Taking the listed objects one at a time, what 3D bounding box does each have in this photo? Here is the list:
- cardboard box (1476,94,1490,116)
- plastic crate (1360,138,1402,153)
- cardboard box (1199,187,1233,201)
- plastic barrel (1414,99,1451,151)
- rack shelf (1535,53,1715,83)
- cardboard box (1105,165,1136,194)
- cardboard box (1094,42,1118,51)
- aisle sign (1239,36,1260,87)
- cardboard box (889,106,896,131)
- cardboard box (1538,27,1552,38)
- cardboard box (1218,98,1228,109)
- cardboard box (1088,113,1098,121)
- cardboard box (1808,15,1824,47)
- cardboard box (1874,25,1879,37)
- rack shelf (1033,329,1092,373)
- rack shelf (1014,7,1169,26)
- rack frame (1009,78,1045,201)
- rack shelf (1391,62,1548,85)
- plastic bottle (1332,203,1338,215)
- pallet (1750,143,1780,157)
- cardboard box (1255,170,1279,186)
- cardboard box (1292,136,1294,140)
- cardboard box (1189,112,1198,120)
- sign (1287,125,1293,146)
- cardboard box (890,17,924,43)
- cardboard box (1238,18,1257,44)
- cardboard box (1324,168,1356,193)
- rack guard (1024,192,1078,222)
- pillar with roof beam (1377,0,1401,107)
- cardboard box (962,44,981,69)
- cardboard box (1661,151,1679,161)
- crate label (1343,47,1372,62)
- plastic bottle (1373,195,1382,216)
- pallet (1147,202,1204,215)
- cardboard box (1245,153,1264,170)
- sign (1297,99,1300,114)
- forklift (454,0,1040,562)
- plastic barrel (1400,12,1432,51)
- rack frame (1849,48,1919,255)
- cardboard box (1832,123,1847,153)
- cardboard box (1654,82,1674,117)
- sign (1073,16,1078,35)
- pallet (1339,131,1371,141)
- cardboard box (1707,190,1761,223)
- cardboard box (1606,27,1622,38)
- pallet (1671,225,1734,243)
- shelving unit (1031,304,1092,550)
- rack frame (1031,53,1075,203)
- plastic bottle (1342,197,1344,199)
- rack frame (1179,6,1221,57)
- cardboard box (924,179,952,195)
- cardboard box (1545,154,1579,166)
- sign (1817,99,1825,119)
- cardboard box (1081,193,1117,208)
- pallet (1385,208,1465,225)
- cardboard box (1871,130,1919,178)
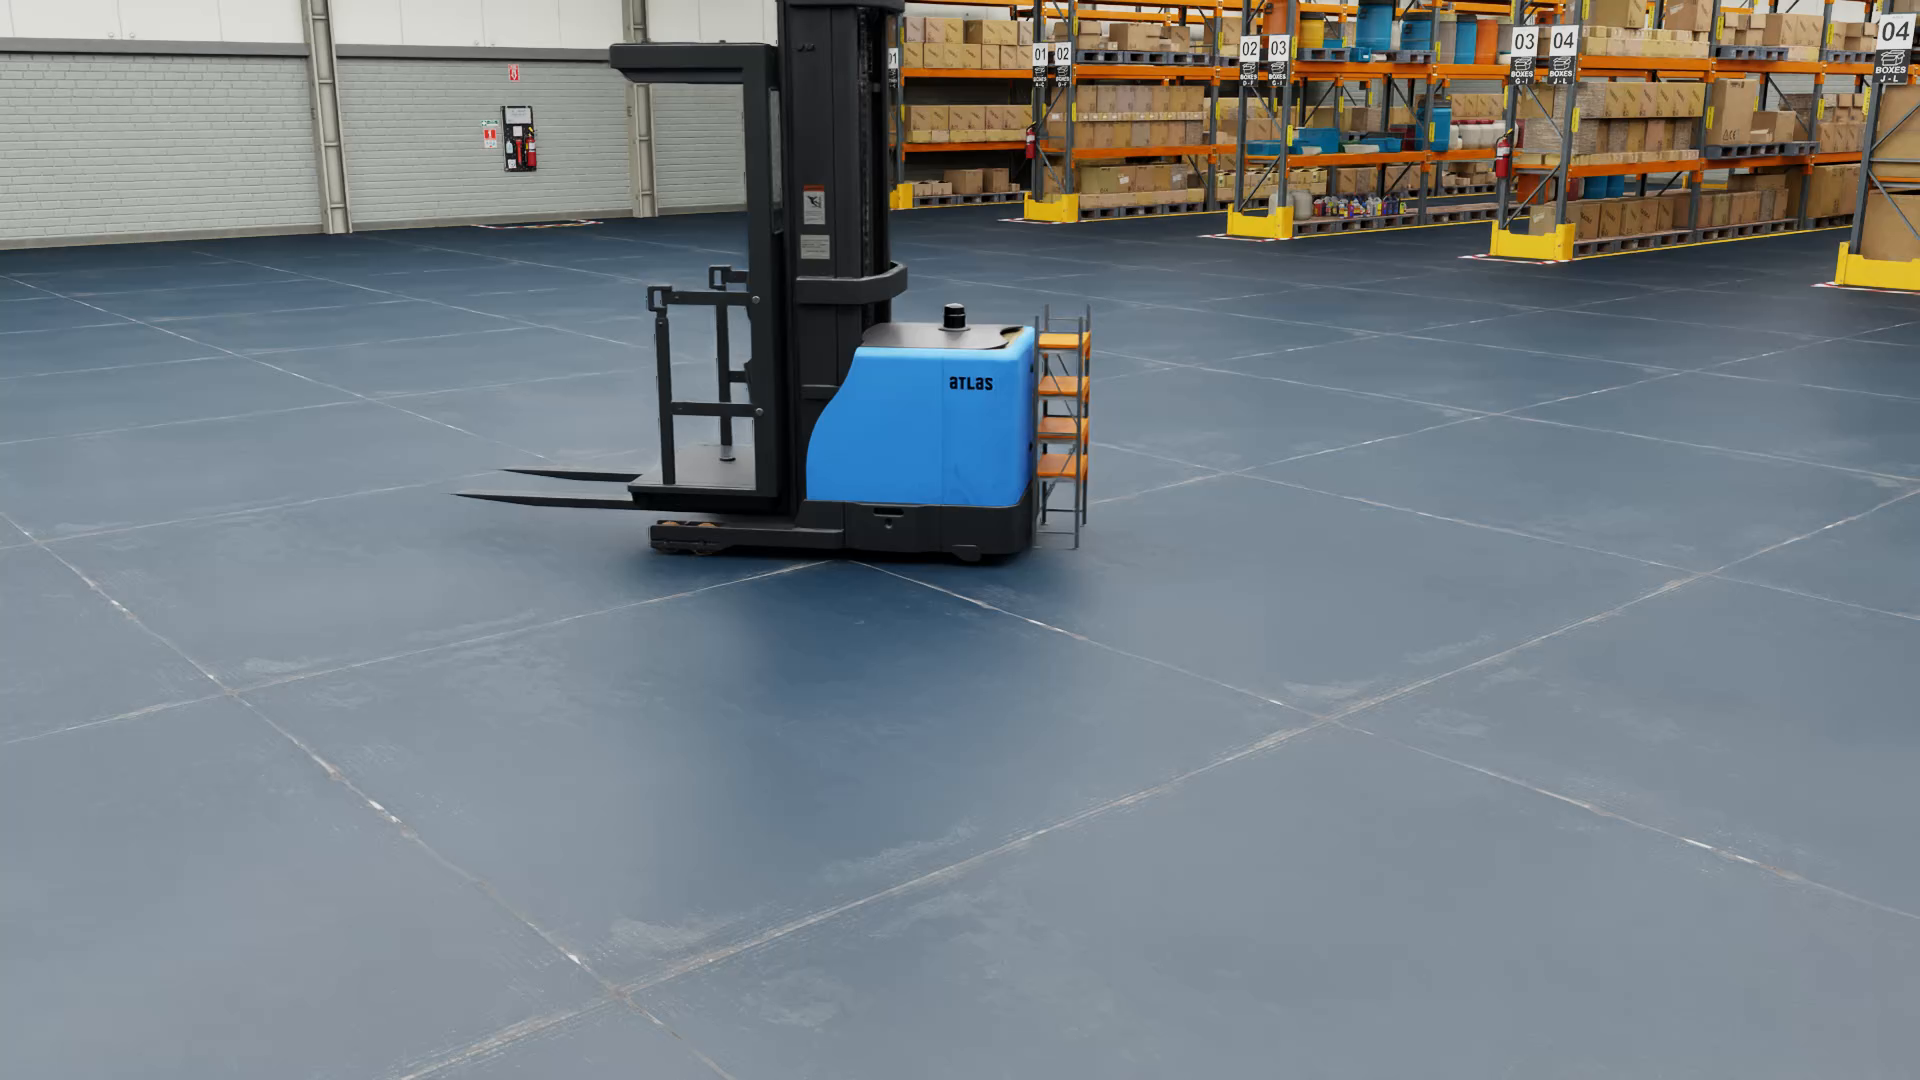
[{"bbox_3d":[12.094,-10.240,39.142,0.500,0.500,0.500,-13,20,-41],"label":"cardboard box"},{"bbox_3d":[7.334,-6.877,28.970,0.616,0.251,0.499,-13,19,-39],"label":"plastic crate"},{"bbox_3d":[5.209,-7.048,33.839,0.500,0.250,0.500,-13,20,-41],"label":"cardboard box"},{"bbox_3d":[8.481,-7.437,29.810,0.708,0.901,0.600,-13,19,-39],"label":"plastic barrel"},{"bbox_3d":[9.733,-6.987,24.678,4.000,0.370,1.077,-13,19,-39],"label":"rack shelf"},{"bbox_3d":[3.020,-6.933,31.953,0.500,0.500,0.500,-13,19,-39],"label":"cardboard box"},{"bbox_3d":[2.728,-9.239,31.117,0.250,0.149,0.380,-13,19,-39],"label":"cardboard box"},{"bbox_3d":[4.724,-7.813,27.149,0.004,0.787,0.394,-13,19,-39],"label":"aisle sign"},{"bbox_3d":[-1.314,-8.861,34.908,0.500,0.500,0.500,-13,20,-40],"label":"cardboard box"},{"bbox_3d":[8.229,-7.224,23.688,0.250,0.149,0.380,-13,19,-39],"label":"cardboard box"},{"bbox_3d":[6.177,-10.650,40.547,0.500,0.250,0.500,-13,20,-40],"label":"cardboard box"},{"bbox_3d":[2.359,-7.908,31.091,0.250,0.149,0.380,-13,20,-41],"label":"cardboard box"},{"bbox_3d":[14.064,-8.512,27.828,0.500,0.500,0.500,-12,19,-38],"label":"cardboard box"},{"bbox_3d":[16.846,-9.180,30.485,0.500,0.500,0.700,-12,19,-38],"label":"cardboard box"},{"bbox_3d":[0.529,-0.976,8.556,0.258,0.148,0.480,2,15,8],"label":"rack shelf"},{"bbox_3d":[2.996,-11.814,37.710,4.000,0.370,1.077,-13,19,-39],"label":"rack shelf"},{"bbox_3d":[1.487,-9.118,37.071,0.127,3.000,1.000,-13,19,-39],"label":"rack frame"},{"bbox_3d":[9.500,-8.629,30.825,4.000,0.370,1.077,-13,19,-39],"label":"rack shelf"},{"bbox_3d":[6.618,-5.842,29.378,0.097,0.201,0.097,0,15,0],"label":"plastic bottle"},{"bbox_3d":[12.793,-6.466,27.517,1.213,0.211,1.003,-13,19,-39],"label":"pallet"},{"bbox_3d":[6.376,-7.581,34.748,0.500,0.311,0.500,-12,19,-38],"label":"cardboard box"},{"bbox_3d":[6.835,-8.483,35.183,0.250,0.149,0.380,-11,18,-35],"label":"cardboard box"},{"bbox_3d":[4.490,-8.386,32.883,0.250,0.149,0.380,-13,20,-41],"label":"cardboard box"},{"bbox_3d":[5.331,-6.537,26.874,0.005,0.325,0.100,-13,19,-39],"label":"sign"},{"bbox_3d":[-1.080,-10.448,34.070,0.500,0.500,0.500,14,21,43],"label":"cardboard box"},{"bbox_3d":[5.648,-10.293,33.685,0.500,0.500,0.500,-10,18,-34],"label":"cardboard box"},{"bbox_3d":[8.291,-7.858,36.346,0.500,0.500,0.500,-12,19,-37],"label":"cardboard box"},{"bbox_3d":[1.706,-6.264,31.234,0.348,0.500,1.175,-13,19,-39],"label":"rack guard"},{"bbox_3d":[14.835,-13.836,43.113,0.400,9.000,9.100,-13,19,-39],"label":"pillar with roof beam"},{"bbox_3d":[0.094,-10.223,35.164,0.500,0.500,0.500,-11,19,-36],"label":"cardboard box"},{"bbox_3d":[10.735,-5.874,25.416,0.250,0.149,0.380,-13,19,-39],"label":"cardboard box"},{"bbox_3d":[6.602,-8.141,27.892,0.408,0.251,0.502,-13,19,-39],"label":"crate label"},{"bbox_3d":[7.306,-5.869,29.191,0.185,0.351,0.144,-13,20,-40],"label":"plastic bottle"},{"bbox_3d":[4.115,-6.680,33.349,1.213,0.211,1.003,-13,19,-39],"label":"pallet"},{"bbox_3d":[7.117,-9.502,41.861,0.750,0.750,0.750,-12,19,-39],"label":"cardboard box"},{"bbox_3d":[7.396,-9.457,36.250,0.005,0.325,0.100,-13,19,-39],"label":"sign"},{"bbox_3d":[-1.131,-1.466,8.560,3.031,2.935,1.130,2,15,9],"label":"forklift"},{"bbox_3d":[8.232,-9.009,29.880,0.708,0.901,0.600,-13,19,-39],"label":"plastic barrel"},{"bbox_3d":[11.404,-4.564,20.025,0.127,3.000,1.000,-13,19,-39],"label":"rack frame"},{"bbox_3d":[15.192,-7.068,29.203,0.500,0.500,0.500,-13,20,-41],"label":"cardboard box"},{"bbox_3d":[10.329,-6.600,24.940,0.500,0.500,0.500,-13,19,-39],"label":"cardboard box"},{"bbox_3d":[2.084,-9.277,30.008,0.005,0.325,0.100,-13,19,-39],"label":"sign"},{"bbox_3d":[8.225,-8.867,36.506,1.003,0.211,1.213,-13,19,-39],"label":"pallet"},{"bbox_3d":[12.934,-5.596,27.878,0.500,0.500,0.700,-11,18,-35],"label":"cardboard box"},{"bbox_3d":[9.205,-7.242,23.756,0.250,0.149,0.380,-12,19,-37],"label":"cardboard box"},{"bbox_3d":[11.828,-5.010,27.095,1.213,0.211,1.003,-13,19,-39],"label":"pallet"},{"bbox_3d":[0.529,-0.596,8.657,0.258,1.200,0.503,2,15,8],"label":"shelving unit"},{"bbox_3d":[1.725,-7.476,30.926,0.127,3.000,1.000,-13,19,-39],"label":"rack frame"},{"bbox_3d":[6.815,-5.981,29.741,0.133,0.283,0.061,-12,19,-37],"label":"plastic bottle"},{"bbox_3d":[4.742,-11.052,32.689,0.127,3.000,1.000,-13,19,-39],"label":"rack frame"},{"bbox_3d":[-0.519,-7.550,35.559,0.500,0.311,0.500,-11,18,-35],"label":"cardboard box"},{"bbox_3d":[8.596,-5.427,23.743,0.250,0.149,0.380,-13,19,-39],"label":"cardboard box"},{"bbox_3d":[14.623,-7.319,28.249,0.005,0.325,0.100,-13,19,-39],"label":"sign"},{"bbox_3d":[2.650,-6.484,31.725,0.500,0.250,0.500,-13,19,-39],"label":"cardboard box"},{"bbox_3d":[8.558,-5.982,30.737,1.213,0.211,1.003,-13,19,-39],"label":"pallet"},{"bbox_3d":[11.654,-4.708,20.274,0.550,0.550,0.875,-13,19,-39],"label":"cardboard box"}]
